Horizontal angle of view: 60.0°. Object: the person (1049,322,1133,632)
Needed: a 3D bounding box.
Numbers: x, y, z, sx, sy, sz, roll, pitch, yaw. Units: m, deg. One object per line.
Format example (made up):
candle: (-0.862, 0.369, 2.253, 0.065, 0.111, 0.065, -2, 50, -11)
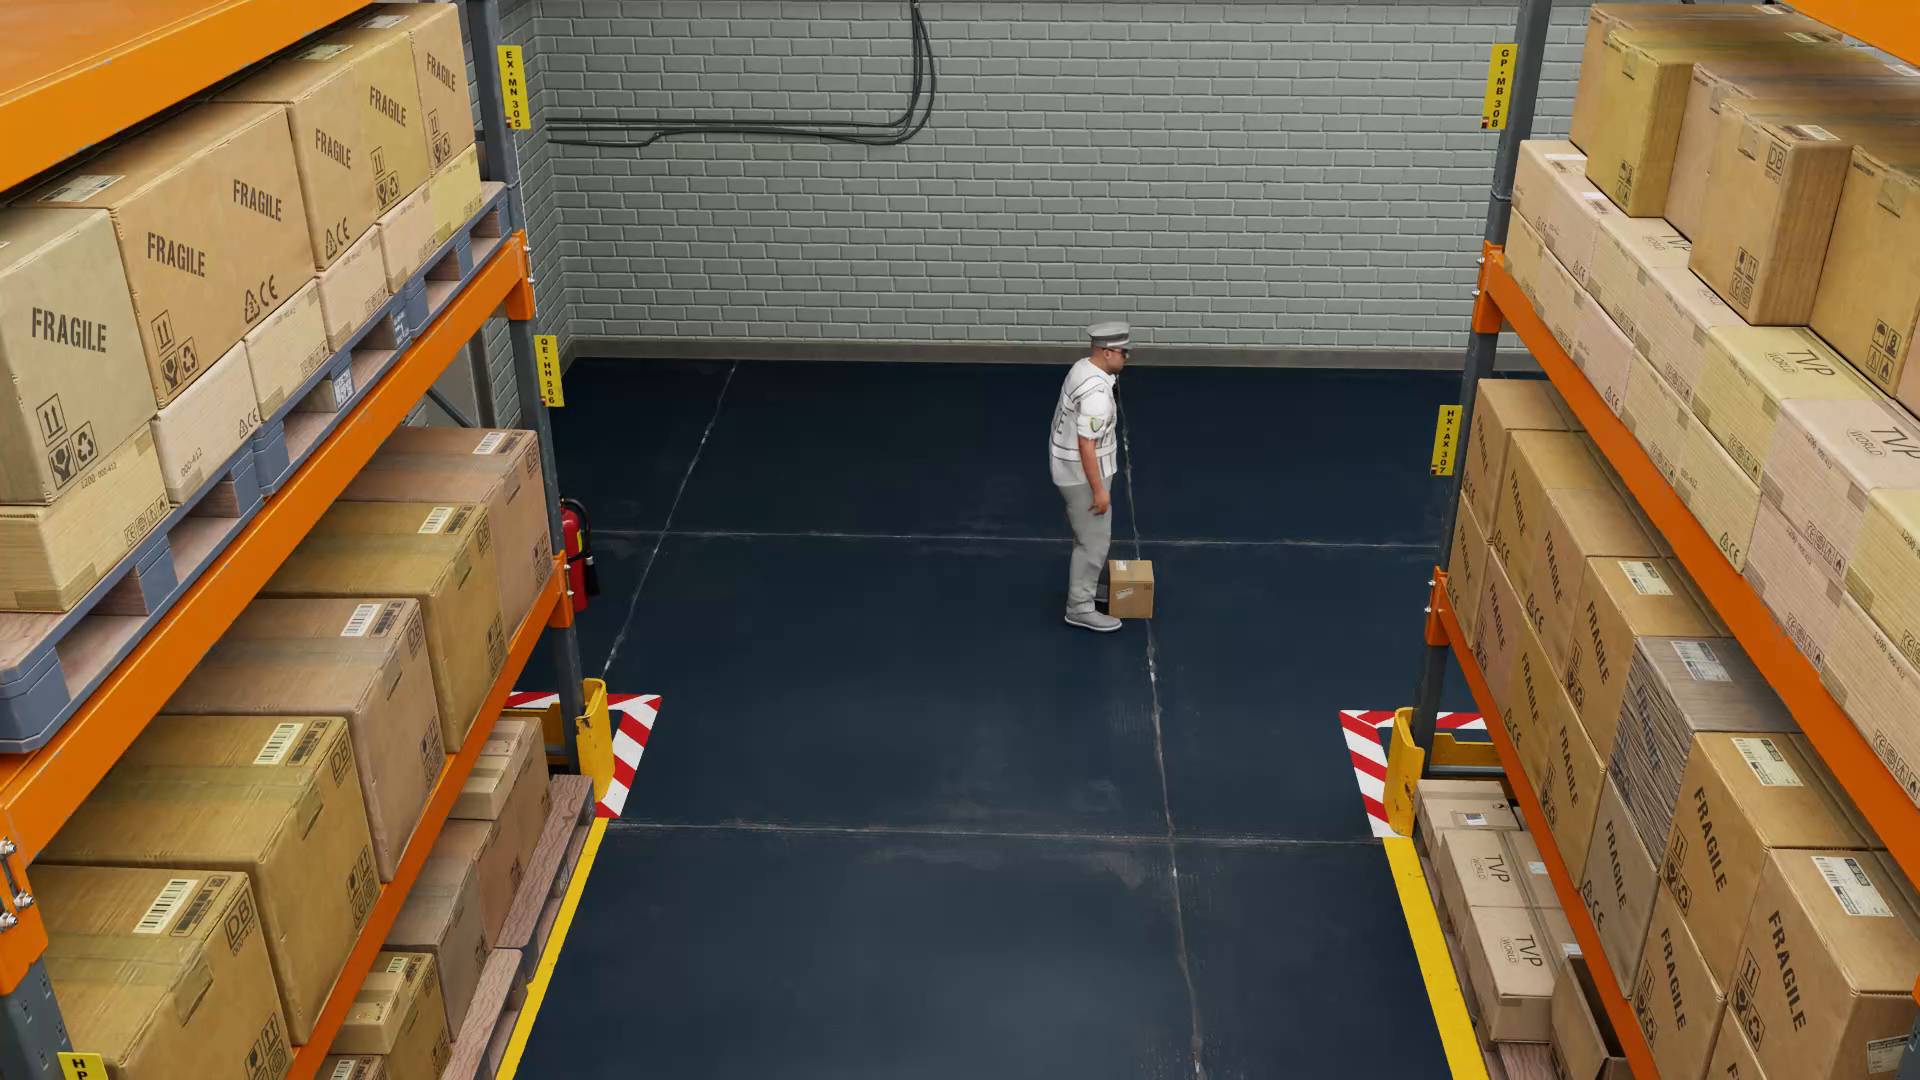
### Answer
person: (0.735, -0.380, 9.333, 0.467, 1.748, 0.591, 0, 28, 1)
